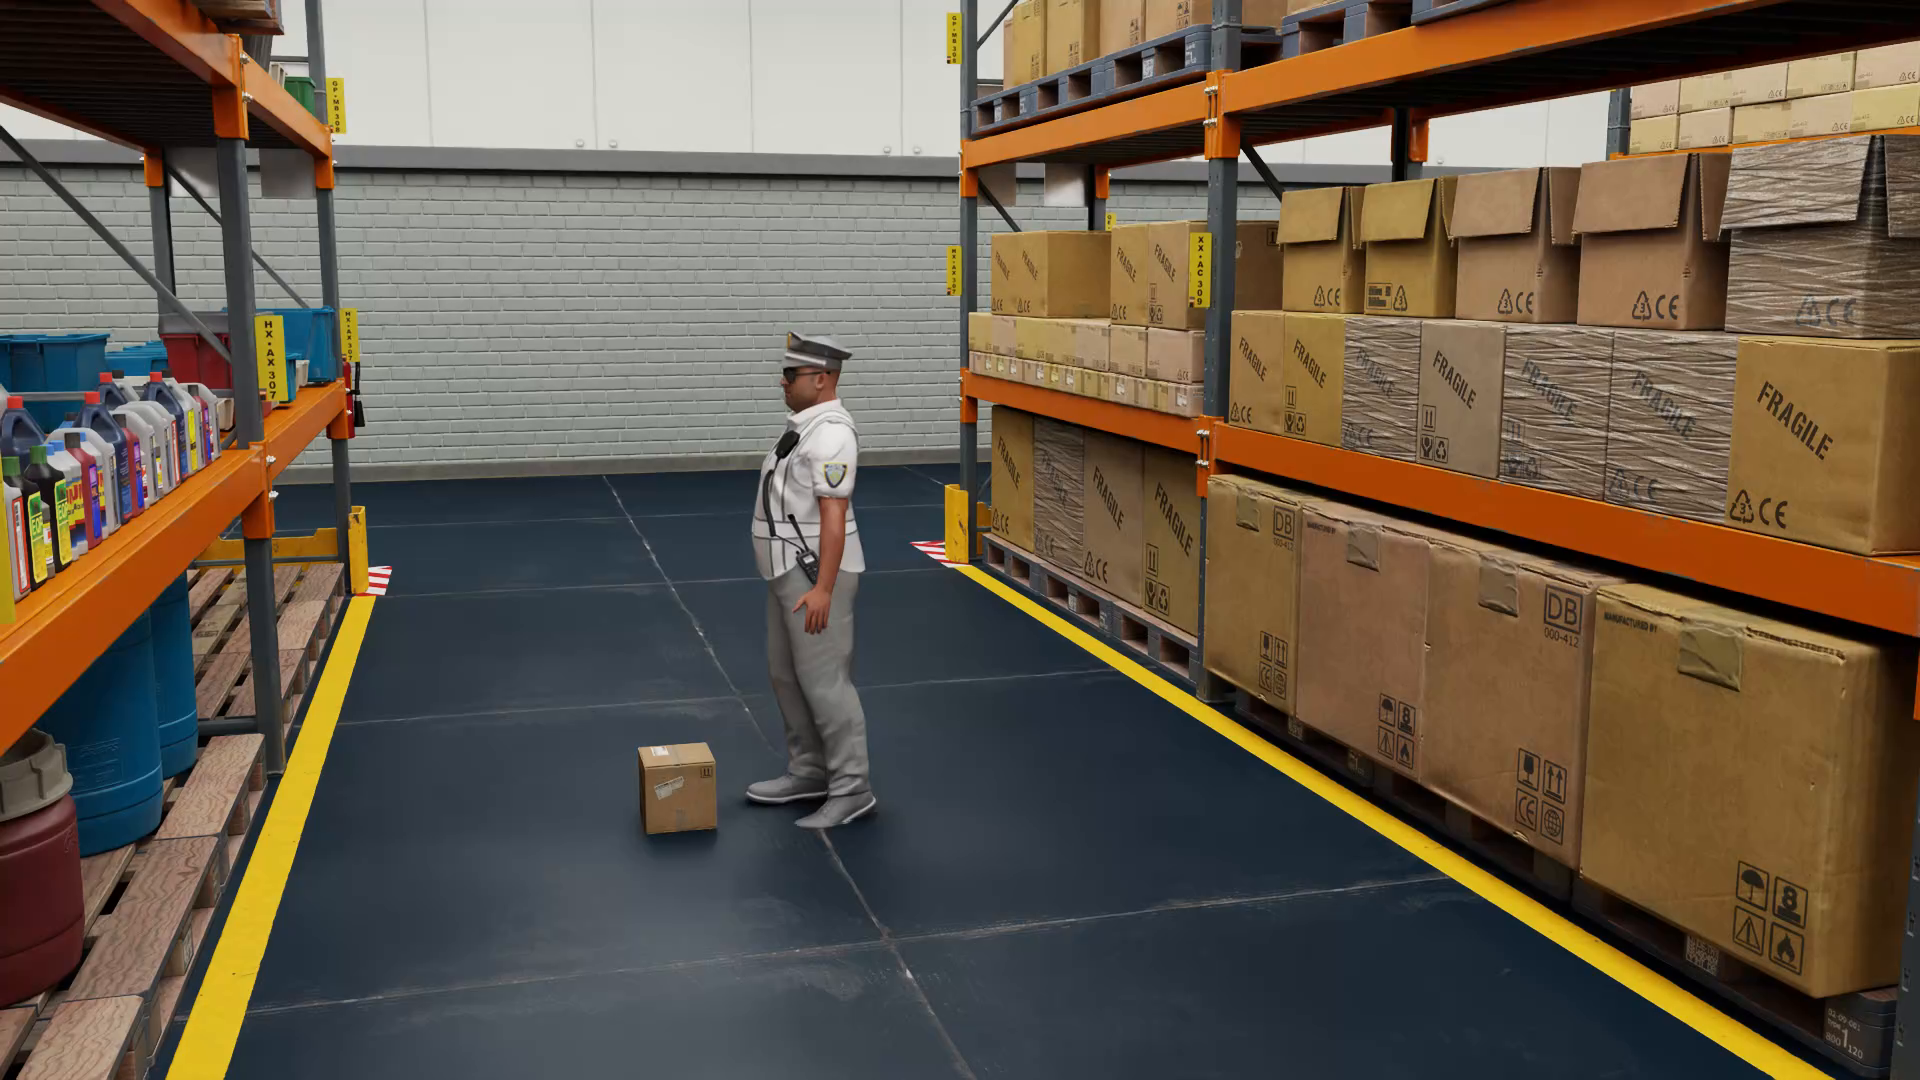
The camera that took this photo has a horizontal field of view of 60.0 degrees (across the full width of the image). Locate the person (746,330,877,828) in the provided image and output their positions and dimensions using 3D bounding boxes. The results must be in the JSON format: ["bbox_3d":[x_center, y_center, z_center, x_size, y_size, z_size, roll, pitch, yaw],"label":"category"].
[{"bbox_3d":[-0.551,0.146,6.023,0.447,1.800,0.531,-2,9,-15],"label":"person"}]
